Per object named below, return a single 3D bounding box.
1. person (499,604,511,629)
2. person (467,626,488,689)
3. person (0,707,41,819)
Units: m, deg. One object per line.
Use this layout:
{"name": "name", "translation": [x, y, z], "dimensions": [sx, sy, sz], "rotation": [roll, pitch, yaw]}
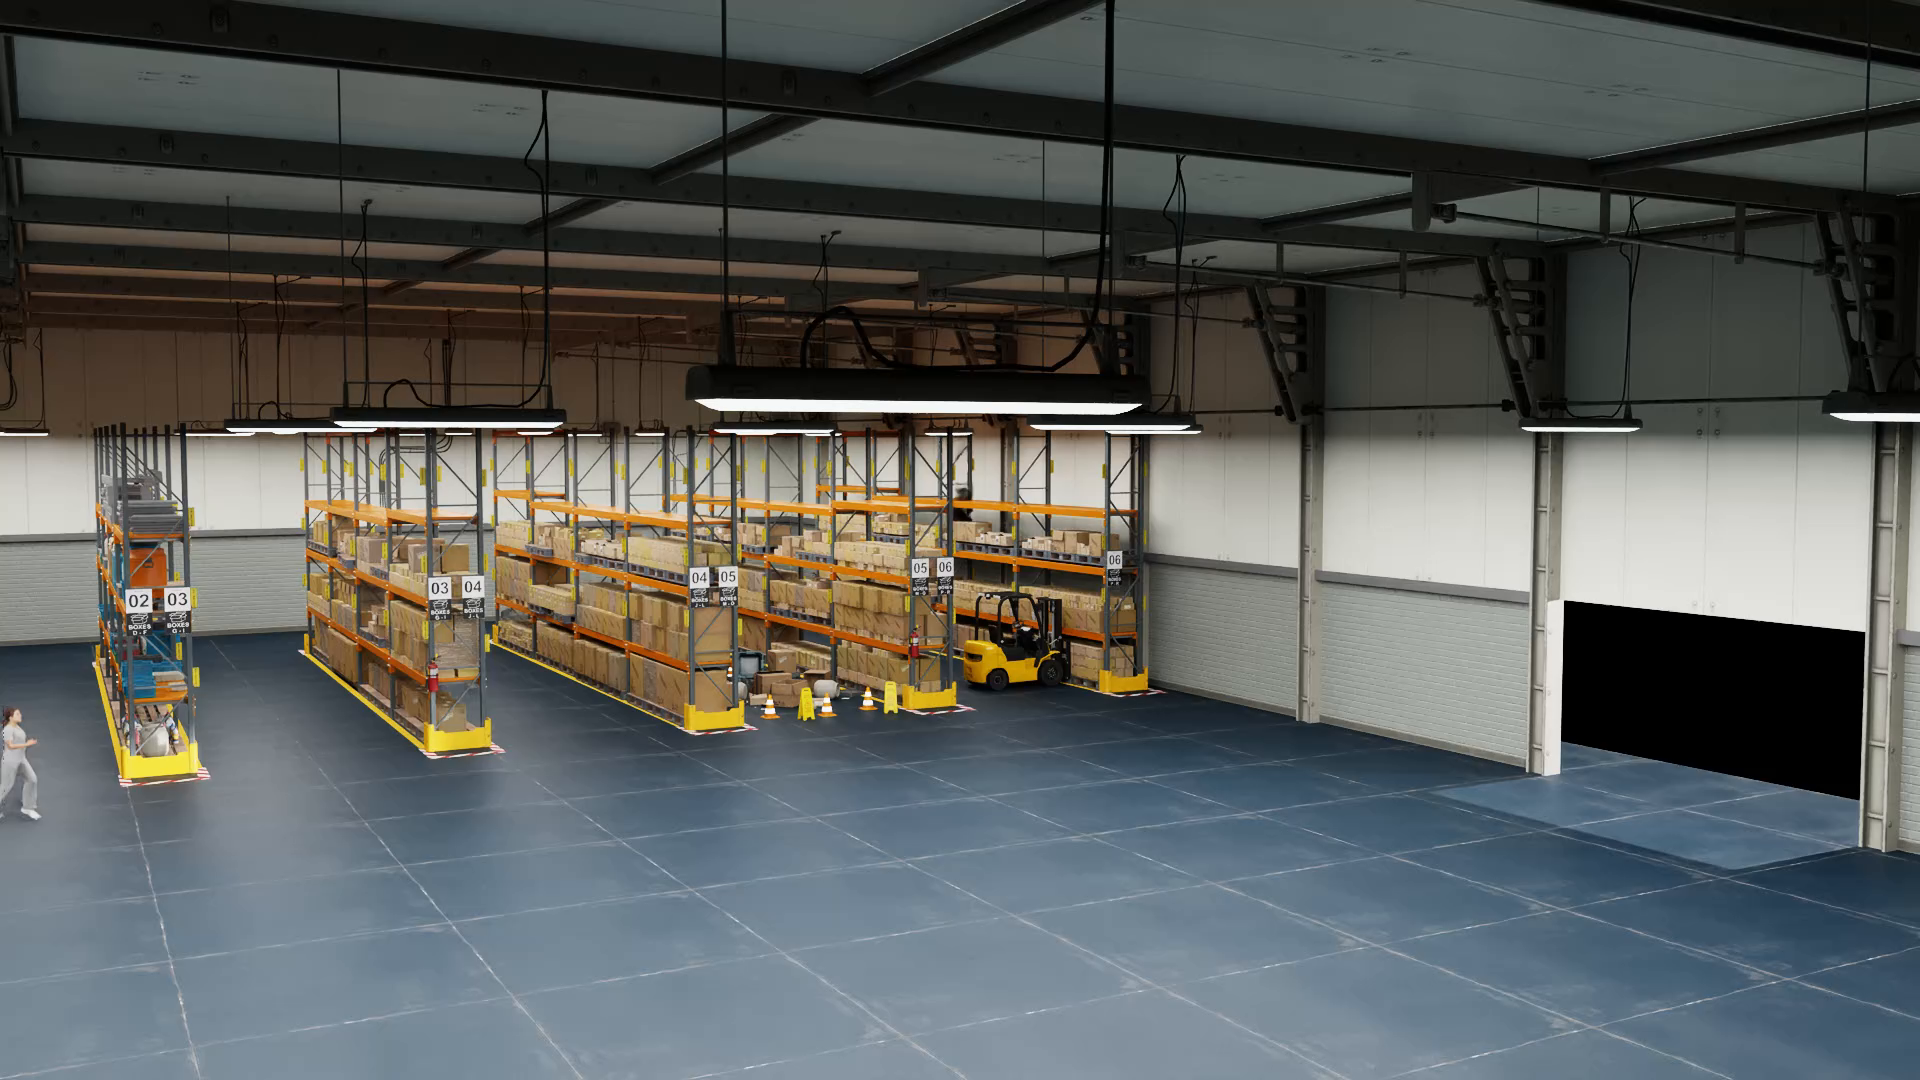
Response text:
{"name": "person", "translation": [-13.091, 1.992, 48.037], "dimensions": [0.776, 1.697, 0.626], "rotation": [-3, 4, -39]}
{"name": "person", "translation": [-11.170, 2.527, 38.065], "dimensions": [0.718, 1.757, 0.819], "rotation": [-2, 4, -29]}
{"name": "person", "translation": [-14.240, 3.371, 24.969], "dimensions": [0.774, 1.726, 0.580], "rotation": [0, 3, -6]}
